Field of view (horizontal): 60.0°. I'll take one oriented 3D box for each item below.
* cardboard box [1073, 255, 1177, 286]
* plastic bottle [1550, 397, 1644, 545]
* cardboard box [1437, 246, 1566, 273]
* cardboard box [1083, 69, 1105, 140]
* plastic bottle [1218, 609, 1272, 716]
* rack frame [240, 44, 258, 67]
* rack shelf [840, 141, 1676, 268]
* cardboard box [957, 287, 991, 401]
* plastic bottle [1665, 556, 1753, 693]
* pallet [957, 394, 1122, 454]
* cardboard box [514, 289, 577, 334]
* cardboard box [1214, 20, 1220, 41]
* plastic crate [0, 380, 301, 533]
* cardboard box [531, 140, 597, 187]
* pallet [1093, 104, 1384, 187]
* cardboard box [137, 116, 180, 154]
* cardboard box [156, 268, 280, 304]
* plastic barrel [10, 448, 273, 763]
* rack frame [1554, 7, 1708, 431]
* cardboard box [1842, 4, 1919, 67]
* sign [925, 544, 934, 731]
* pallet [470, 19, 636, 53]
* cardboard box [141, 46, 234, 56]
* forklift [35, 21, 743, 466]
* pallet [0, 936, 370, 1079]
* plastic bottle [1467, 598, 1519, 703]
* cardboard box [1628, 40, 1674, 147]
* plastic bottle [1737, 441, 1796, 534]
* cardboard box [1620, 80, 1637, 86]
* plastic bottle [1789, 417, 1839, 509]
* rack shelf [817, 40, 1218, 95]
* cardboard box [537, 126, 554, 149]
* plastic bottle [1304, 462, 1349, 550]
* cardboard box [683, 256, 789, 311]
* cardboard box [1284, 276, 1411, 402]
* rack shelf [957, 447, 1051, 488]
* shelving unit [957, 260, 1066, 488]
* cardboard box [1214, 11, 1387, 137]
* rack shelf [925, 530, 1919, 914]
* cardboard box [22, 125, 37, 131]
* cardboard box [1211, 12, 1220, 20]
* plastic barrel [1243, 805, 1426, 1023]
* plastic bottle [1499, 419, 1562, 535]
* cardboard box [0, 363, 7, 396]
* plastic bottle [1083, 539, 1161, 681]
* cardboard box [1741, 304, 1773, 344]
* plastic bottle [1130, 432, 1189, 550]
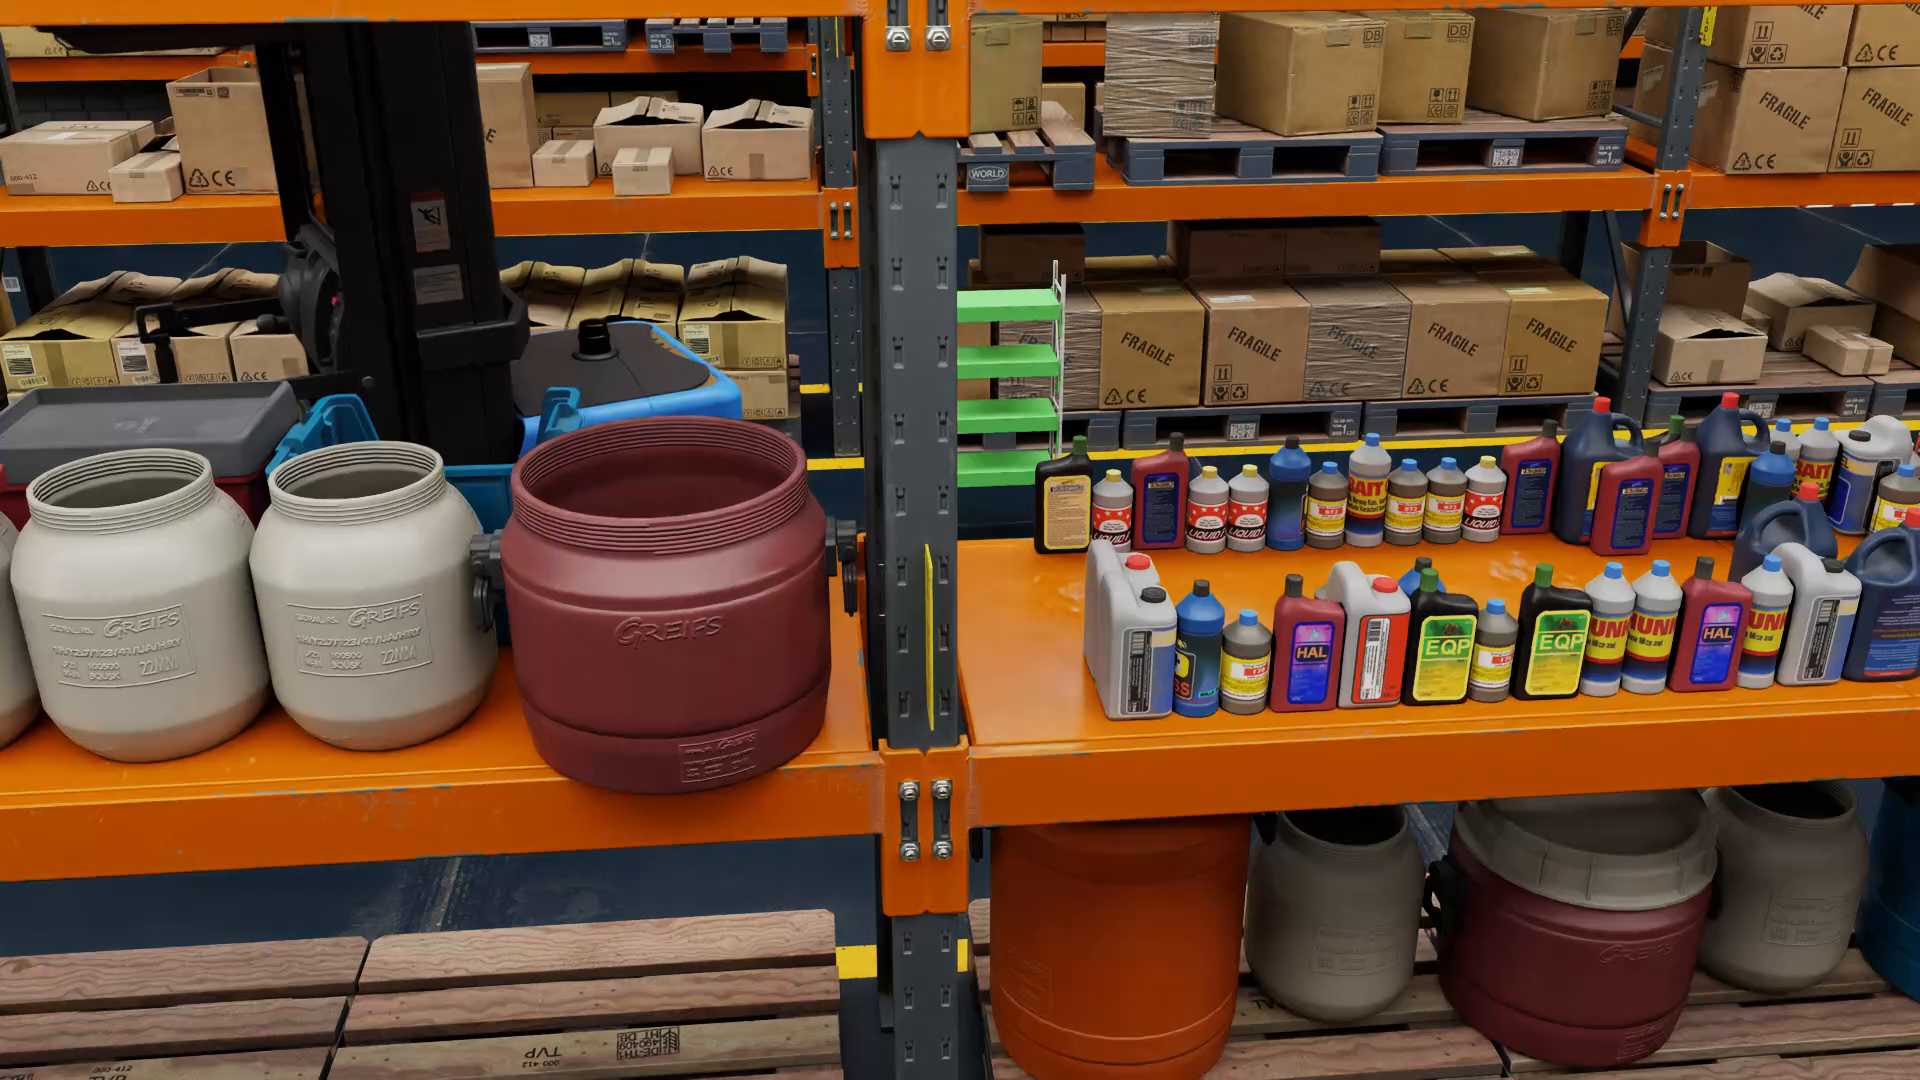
[{"bbox_3d":[0.824,-1.186,8.762,0.500,0.500,0.500,-3,24,-7],"label":"cardboard box"},{"bbox_3d":[1.545,-0.174,4.009,0.185,0.351,0.144,-2,24,-5],"label":"plastic bottle"},{"bbox_3d":[2.876,-1.273,8.956,0.500,0.500,0.500,-3,24,-8],"label":"cardboard box"},{"bbox_3d":[1.373,-3.231,12.956,0.750,0.750,0.750,-2,24,-4],"label":"cardboard box"},{"bbox_3d":[0.562,0.234,3.275,0.097,0.201,0.097,0,24,0],"label":"plastic bottle"},{"bbox_3d":[-5.070,-3.817,12.145,0.127,3.000,1.000,-2,24,-5],"label":"rack frame"},{"bbox_3d":[1.392,-1.726,8.326,4.000,0.370,1.077,-2,24,-5],"label":"rack shelf"},{"bbox_3d":[-0.118,-0.936,8.199,0.500,0.500,0.500,-1,24,-3],"label":"cardboard box"},{"bbox_3d":[1.501,0.166,3.326,0.133,0.283,0.061,-2,24,-5],"label":"plastic bottle"},{"bbox_3d":[0.148,-0.715,8.599,1.213,0.211,1.003,-2,24,-5],"label":"pallet"},{"bbox_3d":[-2.115,-1.004,7.993,0.500,0.311,0.500,-2,24,-5],"label":"cardboard box"},{"bbox_3d":[1.814,-3.857,12.519,0.250,0.149,0.380,-2,24,-5],"label":"cardboard box"},{"bbox_3d":[-1.754,-0.061,3.615,0.583,0.464,0.402,-2,24,-5],"label":"plastic crate"},{"bbox_3d":[-1.862,-1.786,7.885,0.250,0.149,0.380,-1,24,-1],"label":"cardboard box"},{"bbox_3d":[1.336,-1.967,8.218,1.213,0.211,1.003,-2,24,-5],"label":"pallet"},{"bbox_3d":[-3.723,-1.863,7.914,0.258,0.266,0.396,-3,24,-6],"label":"cardboard box"},{"bbox_3d":[-3.687,-1.162,8.350,0.500,0.311,0.500,-2,24,-4],"label":"cardboard box"},{"bbox_3d":[-1.538,0.120,3.148,0.421,0.512,0.421,0,24,0],"label":"plastic barrel"},{"bbox_3d":[3.382,-2.135,8.359,0.127,3.000,1.000,-2,24,-5],"label":"rack frame"},{"bbox_3d":[4.392,-2.563,7.969,0.500,0.500,0.500,-3,24,-7],"label":"cardboard box"},{"bbox_3d":[-0.055,0.175,2.963,0.005,0.325,0.100,-2,24,-5],"label":"sign"},{"bbox_3d":[-3.055,-3.794,12.328,1.213,0.211,1.003,-2,24,-5],"label":"pallet"},{"bbox_3d":[-5.512,-3.617,11.854,0.500,0.250,0.500,-2,24,-5],"label":"cardboard box"},{"bbox_3d":[-2.298,-0.781,5.399,3.031,2.935,1.130,-13,27,-27],"label":"forklift"},{"bbox_3d":[-2.102,1.364,3.921,1.213,0.211,1.003,-2,24,-5],"label":"pallet"},{"bbox_3d":[1.058,0.214,3.320,0.097,0.201,0.097,0,24,0],"label":"plastic bottle"},{"bbox_3d":[3.854,-2.304,8.617,0.500,0.500,0.500,-2,24,-4],"label":"cardboard box"},{"bbox_3d":[1.917,-0.103,3.948,0.097,0.271,0.097,0,24,0],"label":"plastic bottle"},{"bbox_3d":[5.537,-3.630,13.485,0.250,0.149,0.380,-2,24,-5],"label":"cardboard box"},{"bbox_3d":[2.097,-0.169,4.096,0.097,0.271,0.097,0,24,0],"label":"plastic bottle"},{"bbox_3d":[0.901,-3.728,12.830,4.000,0.370,1.077,-2,24,-5],"label":"rack shelf"},{"bbox_3d":[-3.318,-2.957,12.746,0.500,0.500,0.700,-2,24,-5],"label":"cardboard box"},{"bbox_3d":[0.882,-0.089,4.001,0.097,0.201,0.097,0,24,0],"label":"plastic bottle"},{"bbox_3d":[-1.149,-1.264,8.579,0.500,0.311,0.500,-1,24,-3],"label":"cardboard box"},{"bbox_3d":[1.927,-1.022,8.391,0.500,0.500,0.500,-2,24,-4],"label":"cardboard box"},{"bbox_3d":[0.165,-0.277,7.145,0.480,0.148,0.258,-2,24,-5],"label":"rack shelf"},{"bbox_3d":[0.165,-0.555,7.021,0.503,1.200,0.258,-2,24,-5],"label":"shelving unit"},{"bbox_3d":[1.630,-2.277,8.039,0.500,0.500,0.700,-9,25,-18],"label":"cardboard box"},{"bbox_3d":[1.875,0.276,3.821,4.000,0.370,1.077,-2,24,-5],"label":"rack shelf"},{"bbox_3d":[-7.051,-2.740,12.256,0.500,0.500,0.700,-4,24,-8],"label":"cardboard box"},{"bbox_3d":[1.950,-4.183,12.454,0.500,0.500,0.500,-2,24,-5],"label":"cardboard box"},{"bbox_3d":[0.923,0.887,4.107,0.421,0.512,0.421,0,24,0],"label":"plastic barrel"},{"bbox_3d":[1.382,-0.154,4.046,0.133,0.283,0.061,-2,24,-5],"label":"plastic bottle"},{"bbox_3d":[-5.071,-0.855,8.348,0.500,0.250,0.500,-2,24,-5],"label":"cardboard box"},{"bbox_3d":[0.332,0.136,3.404,0.135,0.276,0.152,-2,24,-5],"label":"plastic bottle"},{"bbox_3d":[4.288,-1.210,9.246,0.250,0.149,0.380,-2,24,-5],"label":"cardboard box"},{"bbox_3d":[0.475,-0.117,3.964,0.133,0.283,0.061,-2,24,-5],"label":"plastic bottle"}]
